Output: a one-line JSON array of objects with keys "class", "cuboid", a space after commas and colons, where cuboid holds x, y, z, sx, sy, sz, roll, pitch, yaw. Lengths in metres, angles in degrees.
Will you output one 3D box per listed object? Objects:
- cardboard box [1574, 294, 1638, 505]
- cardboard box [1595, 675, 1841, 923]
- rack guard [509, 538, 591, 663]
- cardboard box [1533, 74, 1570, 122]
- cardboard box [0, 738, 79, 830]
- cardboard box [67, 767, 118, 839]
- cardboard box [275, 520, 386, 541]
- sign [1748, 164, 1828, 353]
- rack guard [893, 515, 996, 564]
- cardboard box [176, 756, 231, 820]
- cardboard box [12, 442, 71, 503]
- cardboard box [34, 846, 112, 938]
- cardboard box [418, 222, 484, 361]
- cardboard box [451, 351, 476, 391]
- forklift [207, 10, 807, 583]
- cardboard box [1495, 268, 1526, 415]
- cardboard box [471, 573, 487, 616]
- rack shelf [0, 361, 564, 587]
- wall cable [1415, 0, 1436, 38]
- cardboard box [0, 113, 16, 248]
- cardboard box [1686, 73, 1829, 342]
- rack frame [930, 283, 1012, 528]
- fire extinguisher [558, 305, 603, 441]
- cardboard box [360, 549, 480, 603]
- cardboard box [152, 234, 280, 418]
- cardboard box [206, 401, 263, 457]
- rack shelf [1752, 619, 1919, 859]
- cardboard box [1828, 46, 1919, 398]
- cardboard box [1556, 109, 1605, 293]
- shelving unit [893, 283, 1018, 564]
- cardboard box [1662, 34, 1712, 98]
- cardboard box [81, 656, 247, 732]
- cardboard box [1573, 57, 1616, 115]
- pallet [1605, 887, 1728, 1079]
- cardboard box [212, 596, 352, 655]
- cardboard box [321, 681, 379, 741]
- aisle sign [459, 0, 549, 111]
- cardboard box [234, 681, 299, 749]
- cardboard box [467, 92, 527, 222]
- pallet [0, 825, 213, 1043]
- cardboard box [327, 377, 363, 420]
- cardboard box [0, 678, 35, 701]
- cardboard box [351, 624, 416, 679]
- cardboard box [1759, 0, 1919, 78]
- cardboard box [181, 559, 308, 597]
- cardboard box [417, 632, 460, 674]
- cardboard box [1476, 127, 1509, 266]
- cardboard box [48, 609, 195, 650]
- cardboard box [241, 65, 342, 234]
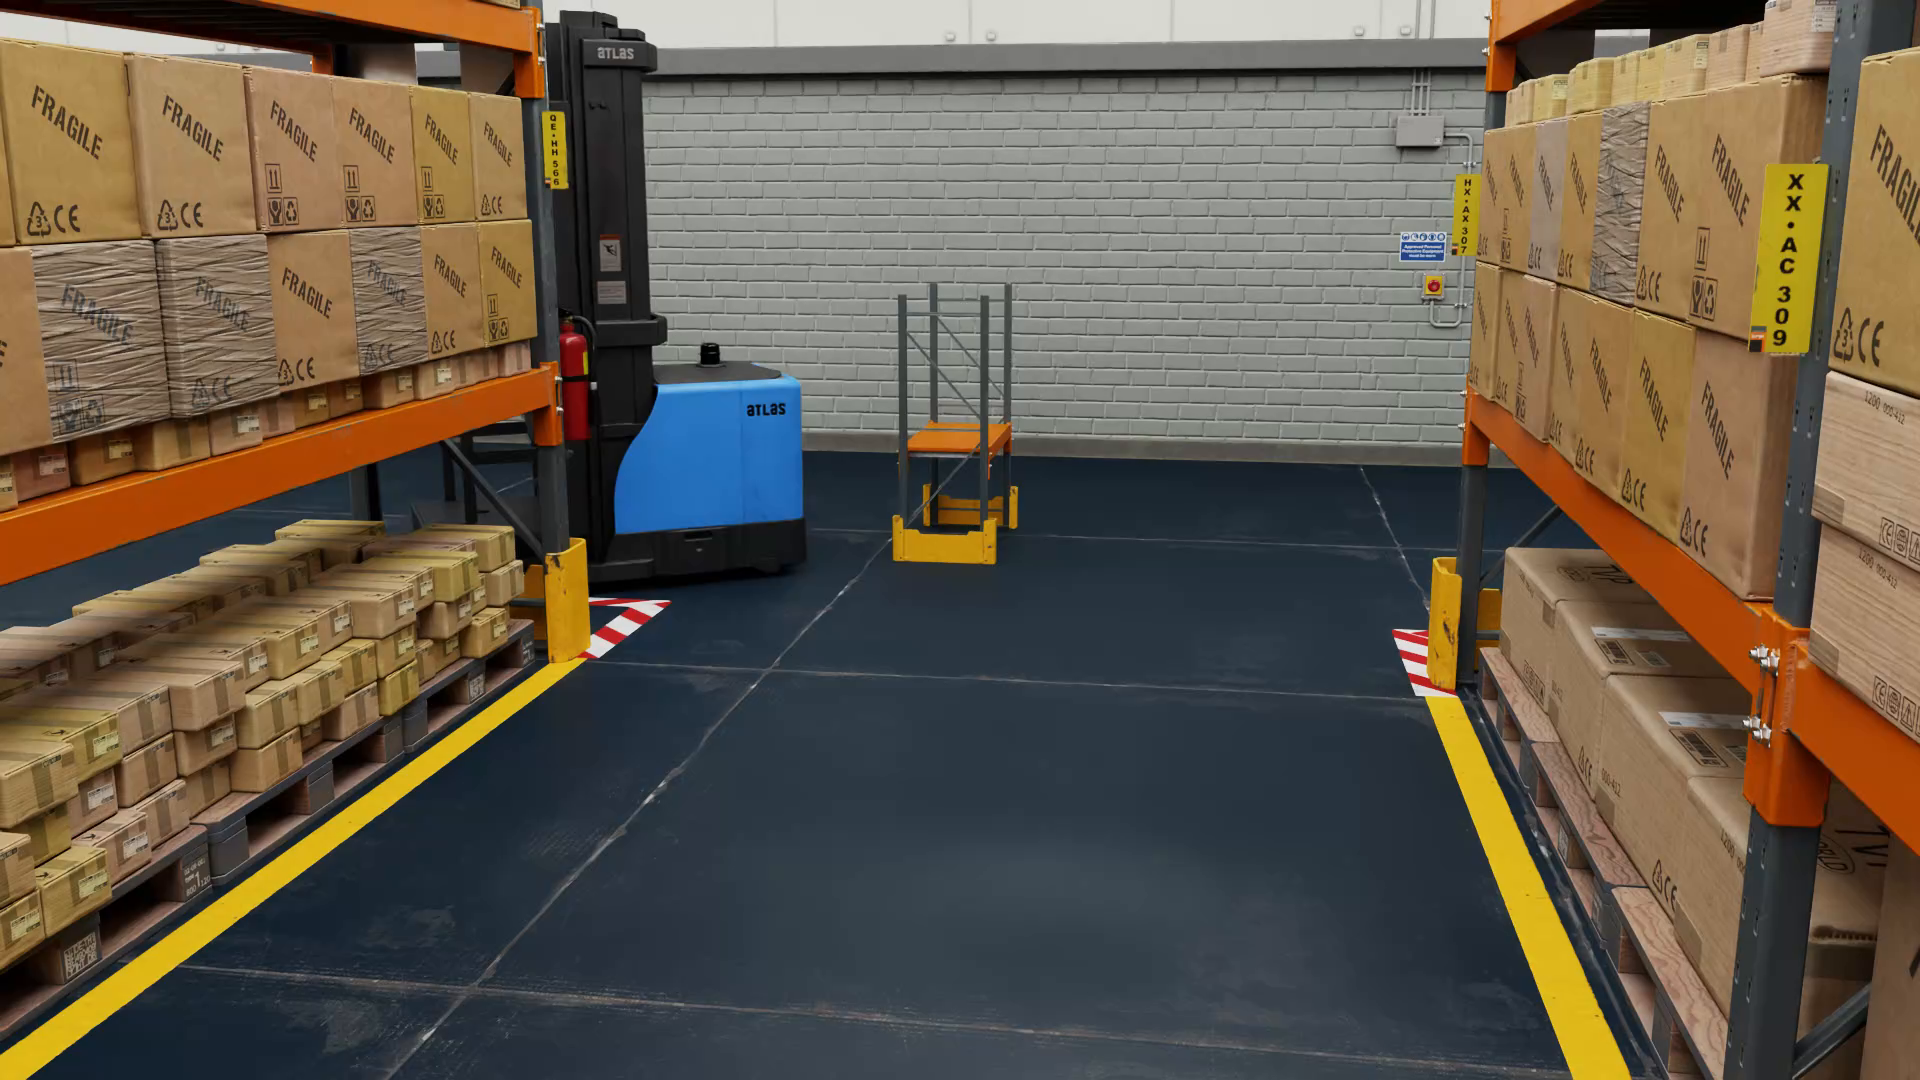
[{"class": "cardboard box", "cuboid": [1.953, -0.378, 4.390, 0.500, 0.500, 0.500, 2, 12, 8]}, {"class": "cardboard box", "cuboid": [2.337, 0.722, 4.610, 0.875, 0.438, 0.875, 2, 12, 7]}, {"class": "rack guard", "cuboid": [-2.306, 0.254, 7.629, 1.175, 0.500, 0.348, 2, 12, 9]}, {"class": "cardboard box", "cuboid": [2.138, -1.472, 5.552, 0.380, 0.149, 0.250, 1, 12, 7]}, {"class": "cardboard box", "cuboid": [-2.551, 0.626, 4.327, 0.380, 0.149, 0.250, 3, 12, 11]}, {"class": "cardboard box", "cuboid": [-2.585, 0.719, 4.601, 0.380, 0.149, 0.250, 2, 12, 8]}, {"class": "cardboard box", "cuboid": [-2.710, 0.012, 7.177, 0.380, 0.149, 0.250, 1, 12, 6]}, {"class": "sign", "cuboid": [1.449, -0.491, 2.911, 0.100, 0.325, 0.005, 2, 12, 9]}, {"class": "rack guard", "cuboid": [-0.088, -0.003, 9.412, 0.587, 0.250, 0.087, 2, 12, 9]}, {"class": "cardboard box", "cuboid": [-2.512, 0.751, 5.158, 0.380, 0.149, 0.250, 1, 12, 6]}, {"class": "cardboard box", "cuboid": [-2.587, -0.190, 4.352, 0.380, 0.149, 0.250, 1, 12, 6]}, {"class": "cardboard box", "cuboid": [-2.495, 0.916, 4.392, 0.380, 0.149, 0.250, 2, 12, 10]}, {"class": "cardboard box", "cuboid": [-2.193, -0.969, 6.428, 0.500, 0.500, 0.500, 2, 12, 8]}, {"class": "cardboard box", "cuboid": [-2.164, -0.681, 6.629, 0.380, 0.149, 0.250, 2, 12, 8]}, {"class": "forklift", "cuboid": [-2.411, -1.223, 8.712, 3.031, 2.935, 1.130, -5, 13, -22]}, {"class": "cardboard box", "cuboid": [2.205, -0.697, 5.869, 0.500, 0.500, 0.500, 2, 12, 8]}, {"class": "cardboard box", "cuboid": [-2.187, 0.231, 6.867, 0.380, 0.149, 0.250, 2, 12, 7]}, {"class": "rack shelf", "cuboid": [-2.602, -0.216, 5.583, 1.077, 0.370, 4.000, 2, 12, 9]}, {"class": "wall cable", "cuboid": [3.209, -4.970, 11.697, 0.463, 3.000, 0.029, 2, 12, 9]}, {"class": "cardboard box", "cuboid": [-2.599, -0.920, 3.827, 0.500, 0.500, 0.500, 2, 12, 10]}, {"class": "cardboard box", "cuboid": [1.797, -0.657, 3.310, 0.500, 0.500, 0.500, 2, 12, 8]}, {"class": "rack frame", "cuboid": [0.065, -0.821, 10.244, 0.500, 1.500, 0.032, 2, 12, 9]}, {"class": "fire extinguisher", "cuboid": [-1.799, -0.801, 7.660, 0.296, 0.674, 0.183, 2, 12, 9]}, {"class": "cardboard box", "cuboid": [-2.135, 0.140, 6.580, 0.380, 0.149, 0.250, 2, 12, 7]}, {"class": "cardboard box", "cuboid": [-2.402, -0.647, 4.934, 0.500, 0.500, 0.500, 2, 12, 7]}, {"class": "cardboard box", "cuboid": [-2.388, -0.353, 5.106, 0.380, 0.149, 0.250, 2, 12, 11]}, {"class": "rack shelf", "cuboid": [1.690, 0.756, 1.073, 1.077, 0.370, 4.000, 2, 12, 9]}, {"class": "cardboard box", "cuboid": [1.646, -0.467, 2.431, 0.500, 0.500, 0.500, 2, 12, 9]}, {"class": "cardboard box", "cuboid": [2.037, -0.972, 4.775, 0.500, 0.500, 0.500, 2, 12, 9]}, {"class": "shelving unit", "cuboid": [-0.012, -0.717, 9.762, 0.587, 1.500, 1.083, 2, 12, 9]}, {"class": "cardboard box", "cuboid": [1.950, -1.151, 4.062, 0.380, 0.149, 0.250, 2, 12, 8]}, {"class": "cardboard box", "cuboid": [-2.423, 0.466, 5.068, 0.380, 0.149, 0.250, 2, 12, 10]}, {"class": "cardboard box", "cuboid": [2.004, -1.313, 4.815, 0.380, 0.149, 0.250, 2, 12, 7]}, {"class": "pallet", "cuboid": [2.192, 1.195, 3.945, 1.003, 0.211, 1.213, 2, 12, 9]}, {"class": "cardboard box", "cuboid": [-2.374, 0.301, 5.833, 0.380, 0.149, 0.250, 1, 12, 7]}, {"class": "cardboard box", "cuboid": [-2.299, 0.593, 5.892, 0.380, 0.149, 0.250, 2, 12, 10]}, {"class": "aisle sign", "cuboid": [-1.986, -2.260, 7.191, 0.394, 0.787, 0.004, 2, 12, 9]}, {"class": "cardboard box", "cuboid": [-2.374, 0.556, 5.357, 0.380, 0.149, 0.250, 2, 12, 8]}, {"class": "cardboard box", "cuboid": [-2.119, -1.564, 6.812, 0.500, 0.500, 0.500, 2, 12, 7]}, {"class": "pallet", "cuboid": [-2.841, 1.071, 4.523, 1.003, 0.211, 1.213, 2, 12, 9]}, {"class": "cardboard box", "cuboid": [-2.350, -0.519, 5.877, 0.380, 0.149, 0.250, 1, 12, 6]}, {"class": "cardboard box", "cuboid": [-2.964, 0.506, 4.885, 0.380, 0.149, 0.250, 2, 12, 11]}, {"class": "cardboard box", "cuboid": [-2.238, 0.395, 6.107, 0.380, 0.149, 0.250, 2, 12, 9]}, {"class": "cardboard box", "cuboid": [1.730, -0.941, 3.090, 0.380, 0.149, 0.250, 2, 12, 7]}, {"class": "cardboard box", "cuboid": [-2.756, 0.176, 6.417, 0.380, 0.149, 0.250, 1, 12, 6]}, {"class": "cardboard box", "cuboid": [-2.234, 0.430, 6.649, 0.380, 0.149, 0.250, 2, 12, 8]}, {"class": "cardboard box", "cuboid": [2.257, -1.292, 6.256, 0.500, 0.500, 0.500, 2, 12, 7]}, {"class": "cardboard box", "cuboid": [-2.837, 0.342, 5.646, 0.380, 0.149, 0.250, 2, 12, 9]}, {"class": "cardboard box", "cuboid": [-2.346, -1.239, 5.308, 0.500, 0.500, 0.500, 1, 12, 7]}]
